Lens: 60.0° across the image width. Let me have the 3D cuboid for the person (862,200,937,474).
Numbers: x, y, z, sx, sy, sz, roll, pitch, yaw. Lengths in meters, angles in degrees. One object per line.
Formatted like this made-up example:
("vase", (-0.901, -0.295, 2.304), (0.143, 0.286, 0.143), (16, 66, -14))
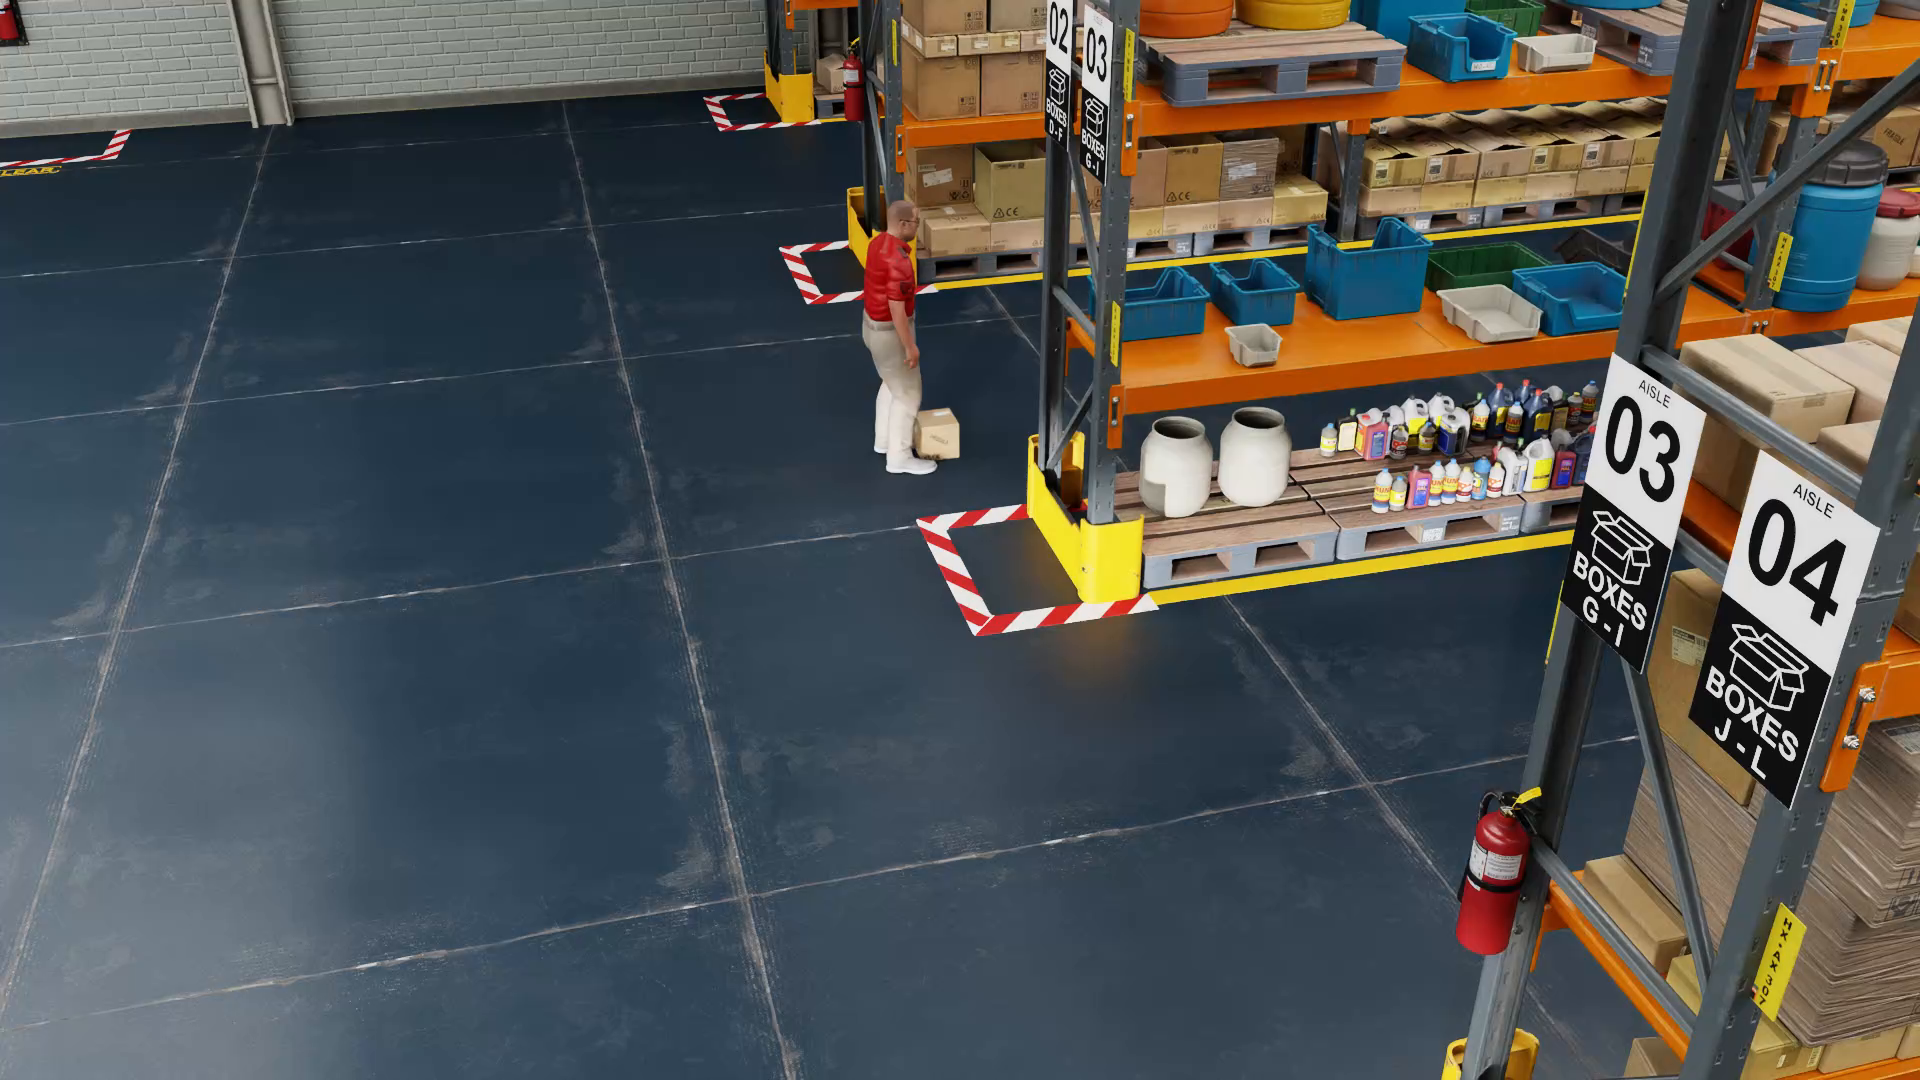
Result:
("person", (-0.404, -1.291, 10.485), (0.391, 1.725, 0.584), (-9, 31, -15))
